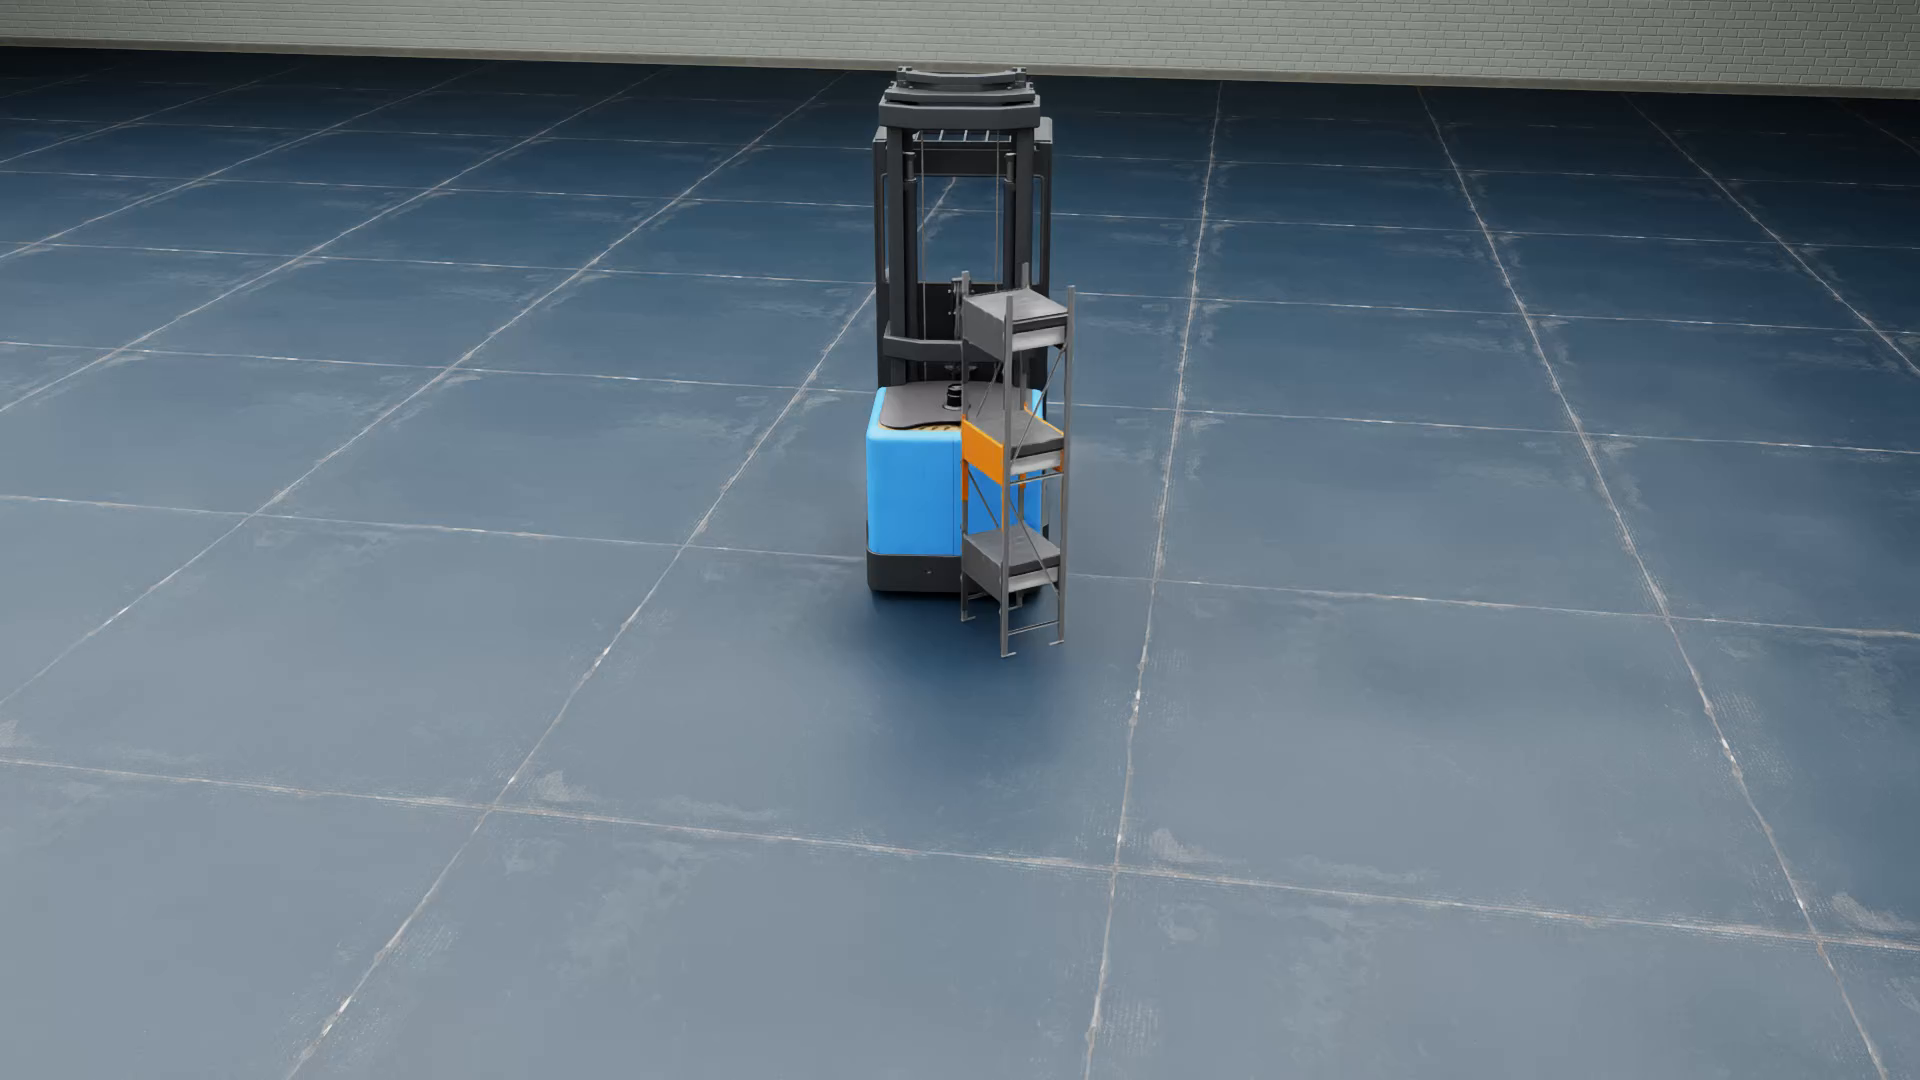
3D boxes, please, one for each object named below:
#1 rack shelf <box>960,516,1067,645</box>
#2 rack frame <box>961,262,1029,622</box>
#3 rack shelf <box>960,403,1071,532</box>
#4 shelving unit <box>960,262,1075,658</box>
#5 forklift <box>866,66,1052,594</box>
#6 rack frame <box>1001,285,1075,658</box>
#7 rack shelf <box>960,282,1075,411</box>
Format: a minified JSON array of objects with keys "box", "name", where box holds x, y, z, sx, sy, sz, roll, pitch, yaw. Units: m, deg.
[{"box":[0.301,0.226,9.472,0.431,0.518,0.480,-12,28,-25],"name":"rack shelf"},{"box":[0.190,-0.512,9.367,0.400,2.100,0.015,-12,28,-25],"name":"rack frame"},{"box":[0.302,-0.408,9.176,0.431,0.518,0.480,-12,28,-25],"name":"rack shelf"},{"box":[0.302,-0.420,9.170,0.431,2.100,0.503,-12,28,-25],"name":"shelving unit"},{"box":[0.027,-1.591,10.692,1.130,2.935,3.031,1,25,2],"name":"forklift"},{"box":[0.413,-0.328,8.974,0.400,2.100,0.015,-12,28,-25],"name":"rack frame"},{"box":[0.302,-1.042,8.879,0.431,0.518,0.480,-12,28,-25],"name":"rack shelf"}]
